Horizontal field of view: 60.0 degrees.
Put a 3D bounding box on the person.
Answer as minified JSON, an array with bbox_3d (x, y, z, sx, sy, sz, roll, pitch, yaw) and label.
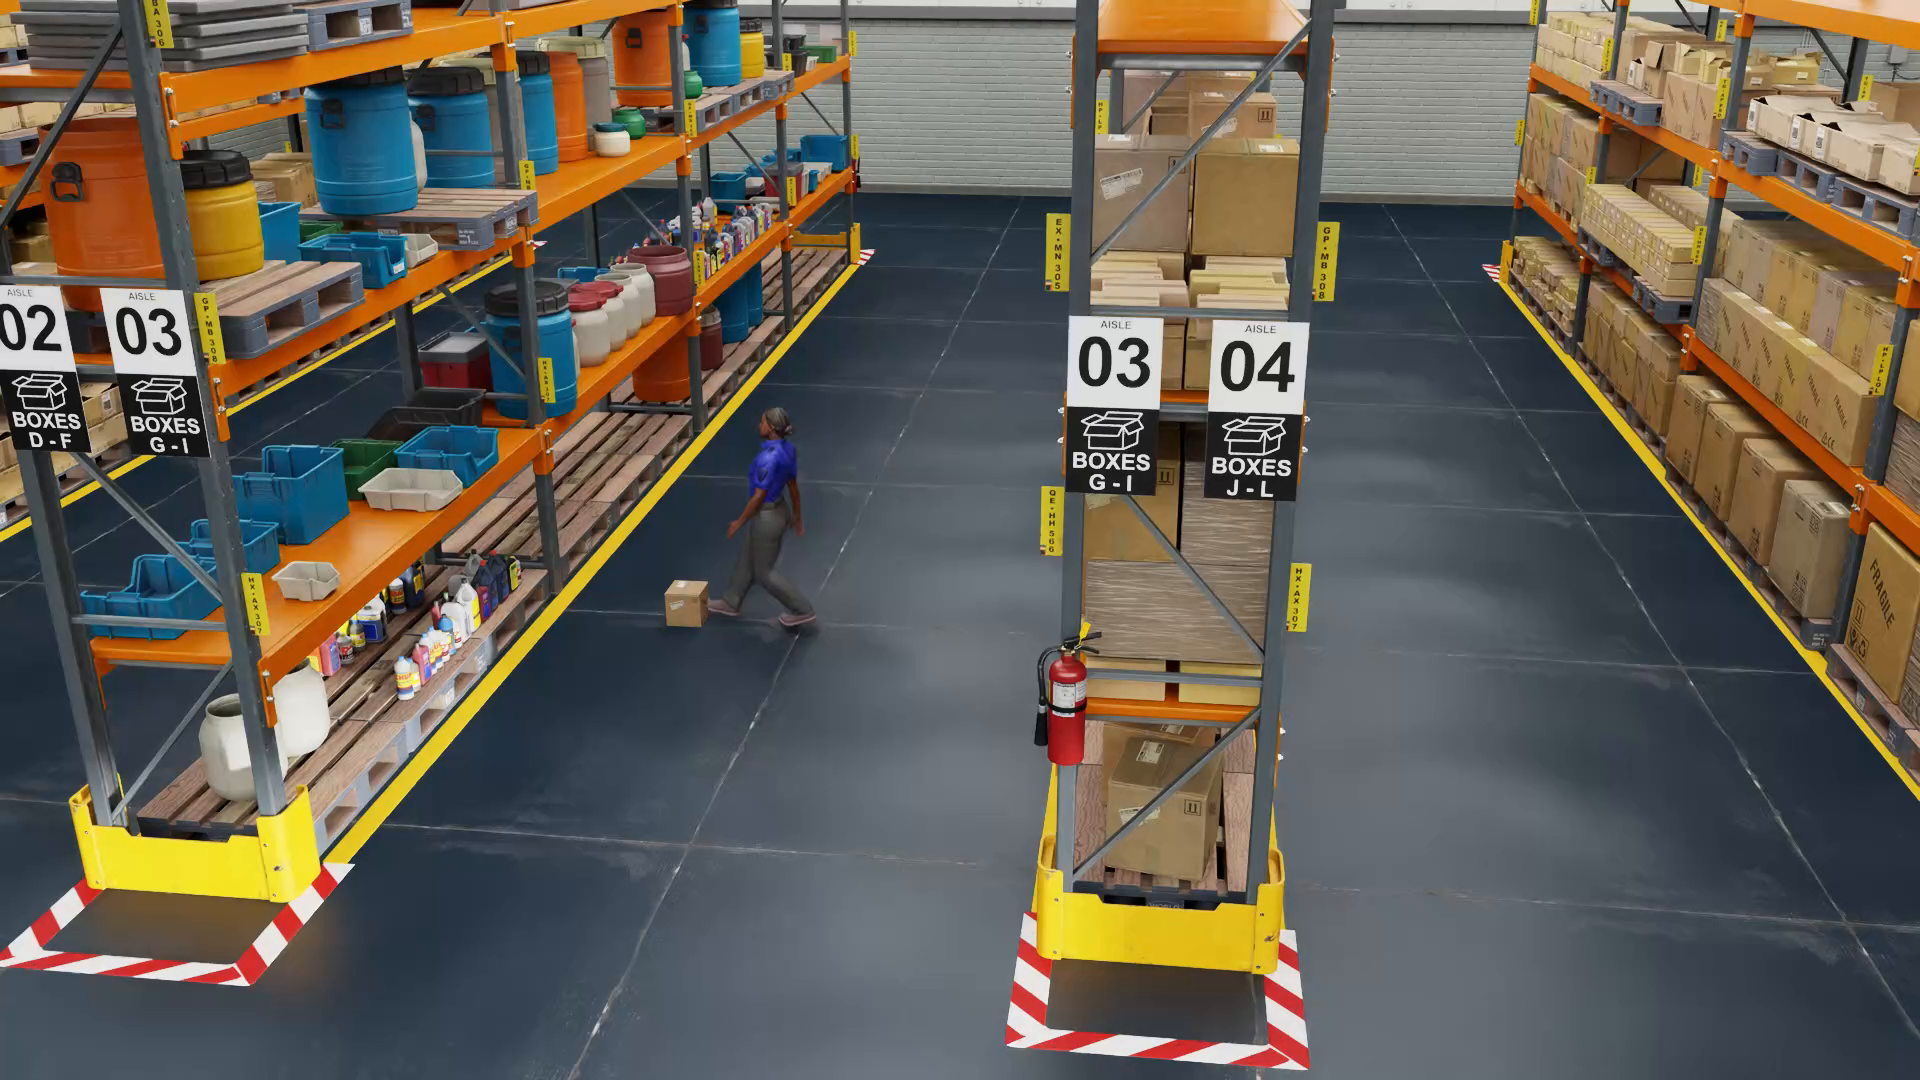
[{"bbox_3d":[-1.440,-0.160,11.537,0.903,1.583,0.496,4,22,10],"label":"person"}]
